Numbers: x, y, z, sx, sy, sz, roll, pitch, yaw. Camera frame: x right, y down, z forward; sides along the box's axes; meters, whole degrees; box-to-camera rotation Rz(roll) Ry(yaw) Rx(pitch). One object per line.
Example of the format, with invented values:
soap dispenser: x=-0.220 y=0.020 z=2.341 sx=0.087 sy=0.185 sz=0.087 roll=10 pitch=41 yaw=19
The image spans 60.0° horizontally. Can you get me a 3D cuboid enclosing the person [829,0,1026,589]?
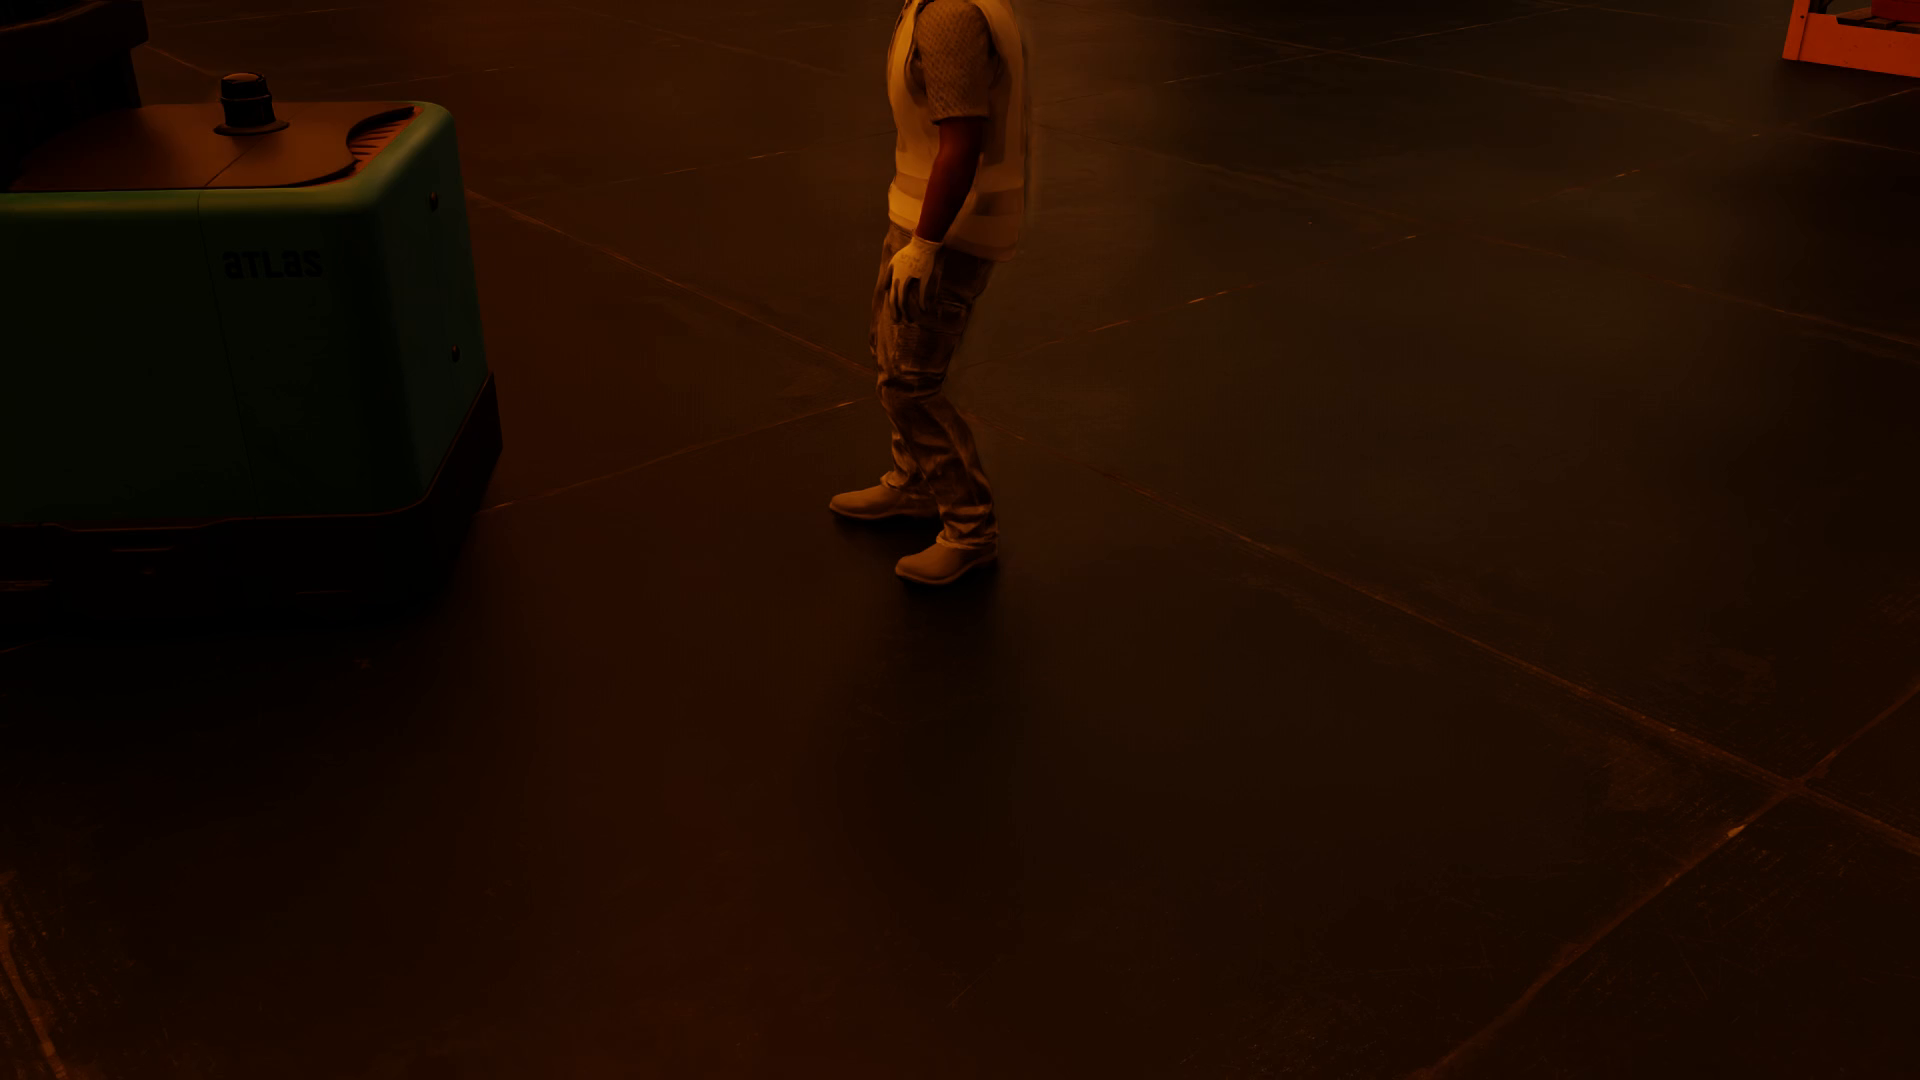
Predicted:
person: x=-0.102 y=-0.770 z=4.088 sx=0.513 sy=1.756 sz=0.664 roll=0 pitch=26 yaw=-1

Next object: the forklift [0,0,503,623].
forklift: x=-2.824 y=-1.283 z=3.790 sx=3.031 sy=2.935 sz=1.130 roll=-2 pitch=26 yaw=-4
